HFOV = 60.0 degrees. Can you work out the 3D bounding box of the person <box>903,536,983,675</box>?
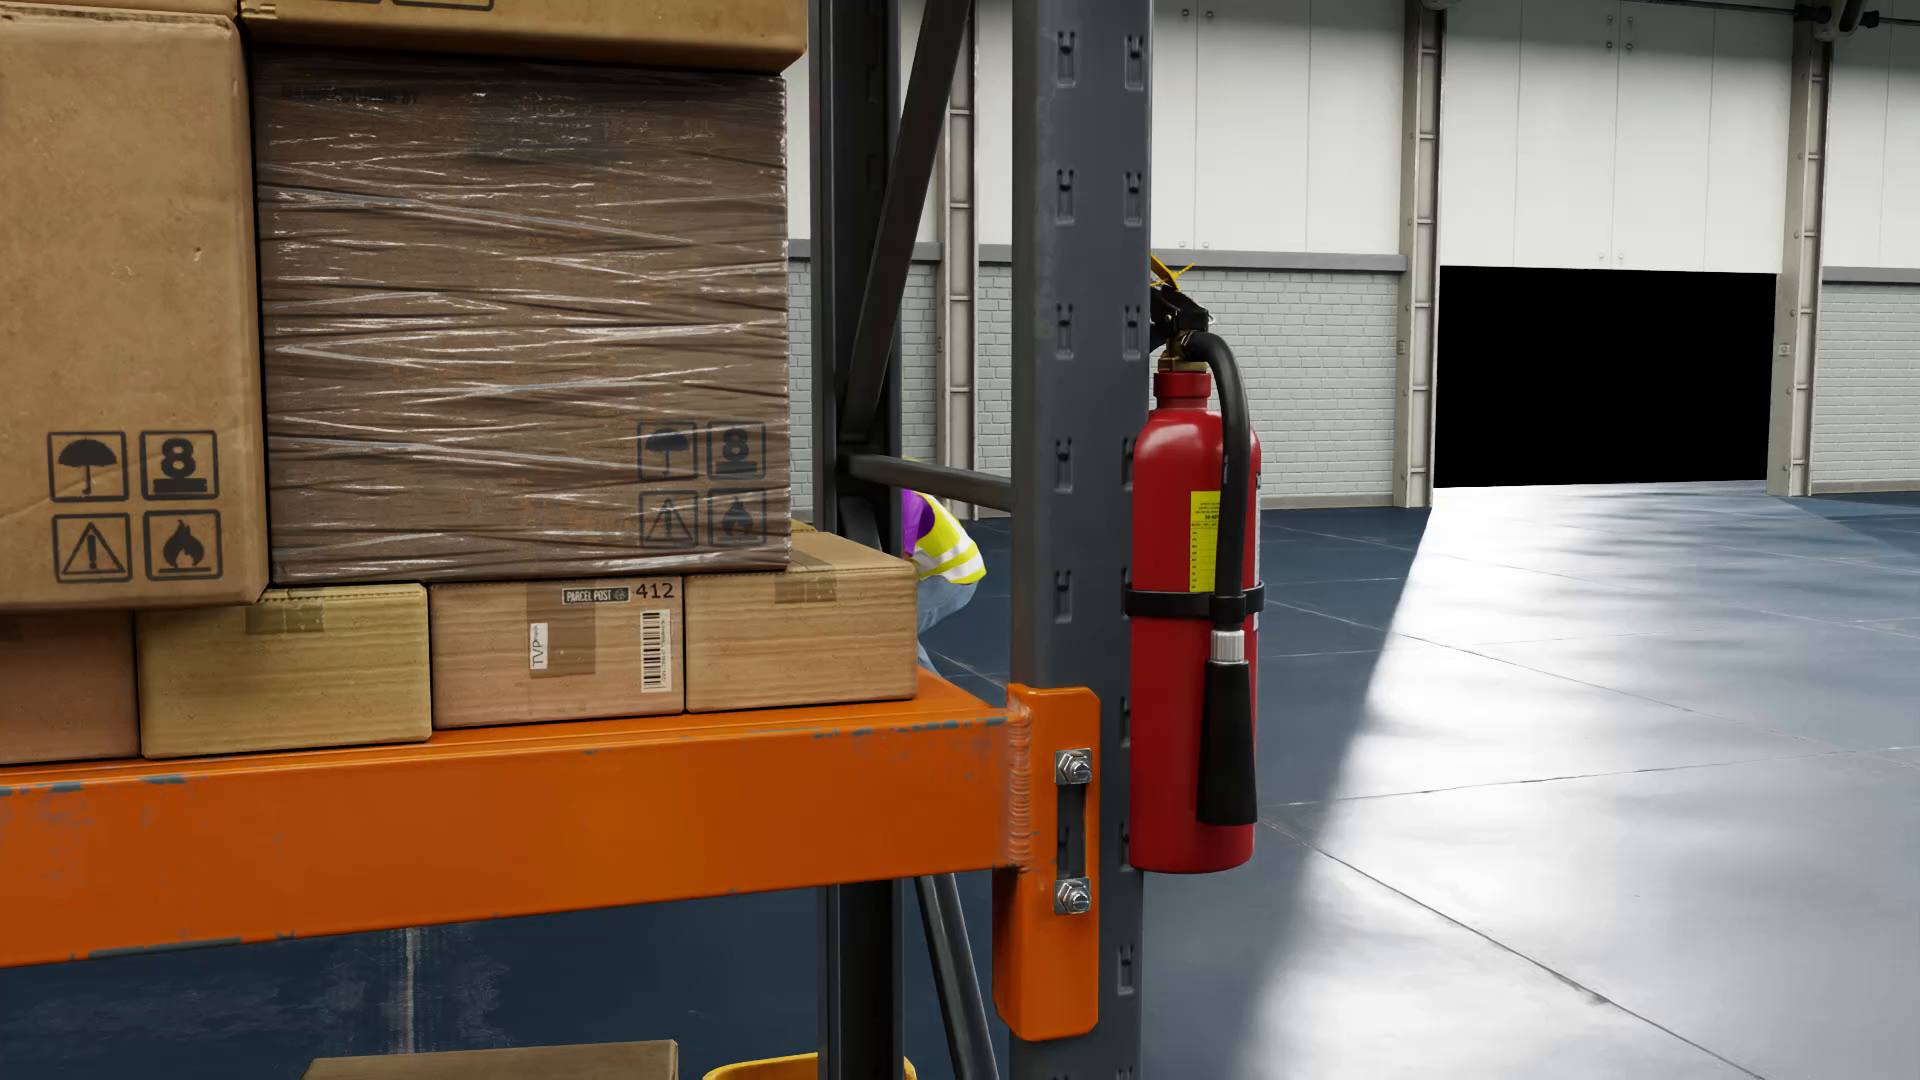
[{"bbox_3d":[-0.377,0.438,7.911,0.979,0.886,0.505,-2,6,-21],"label":"person"}]
